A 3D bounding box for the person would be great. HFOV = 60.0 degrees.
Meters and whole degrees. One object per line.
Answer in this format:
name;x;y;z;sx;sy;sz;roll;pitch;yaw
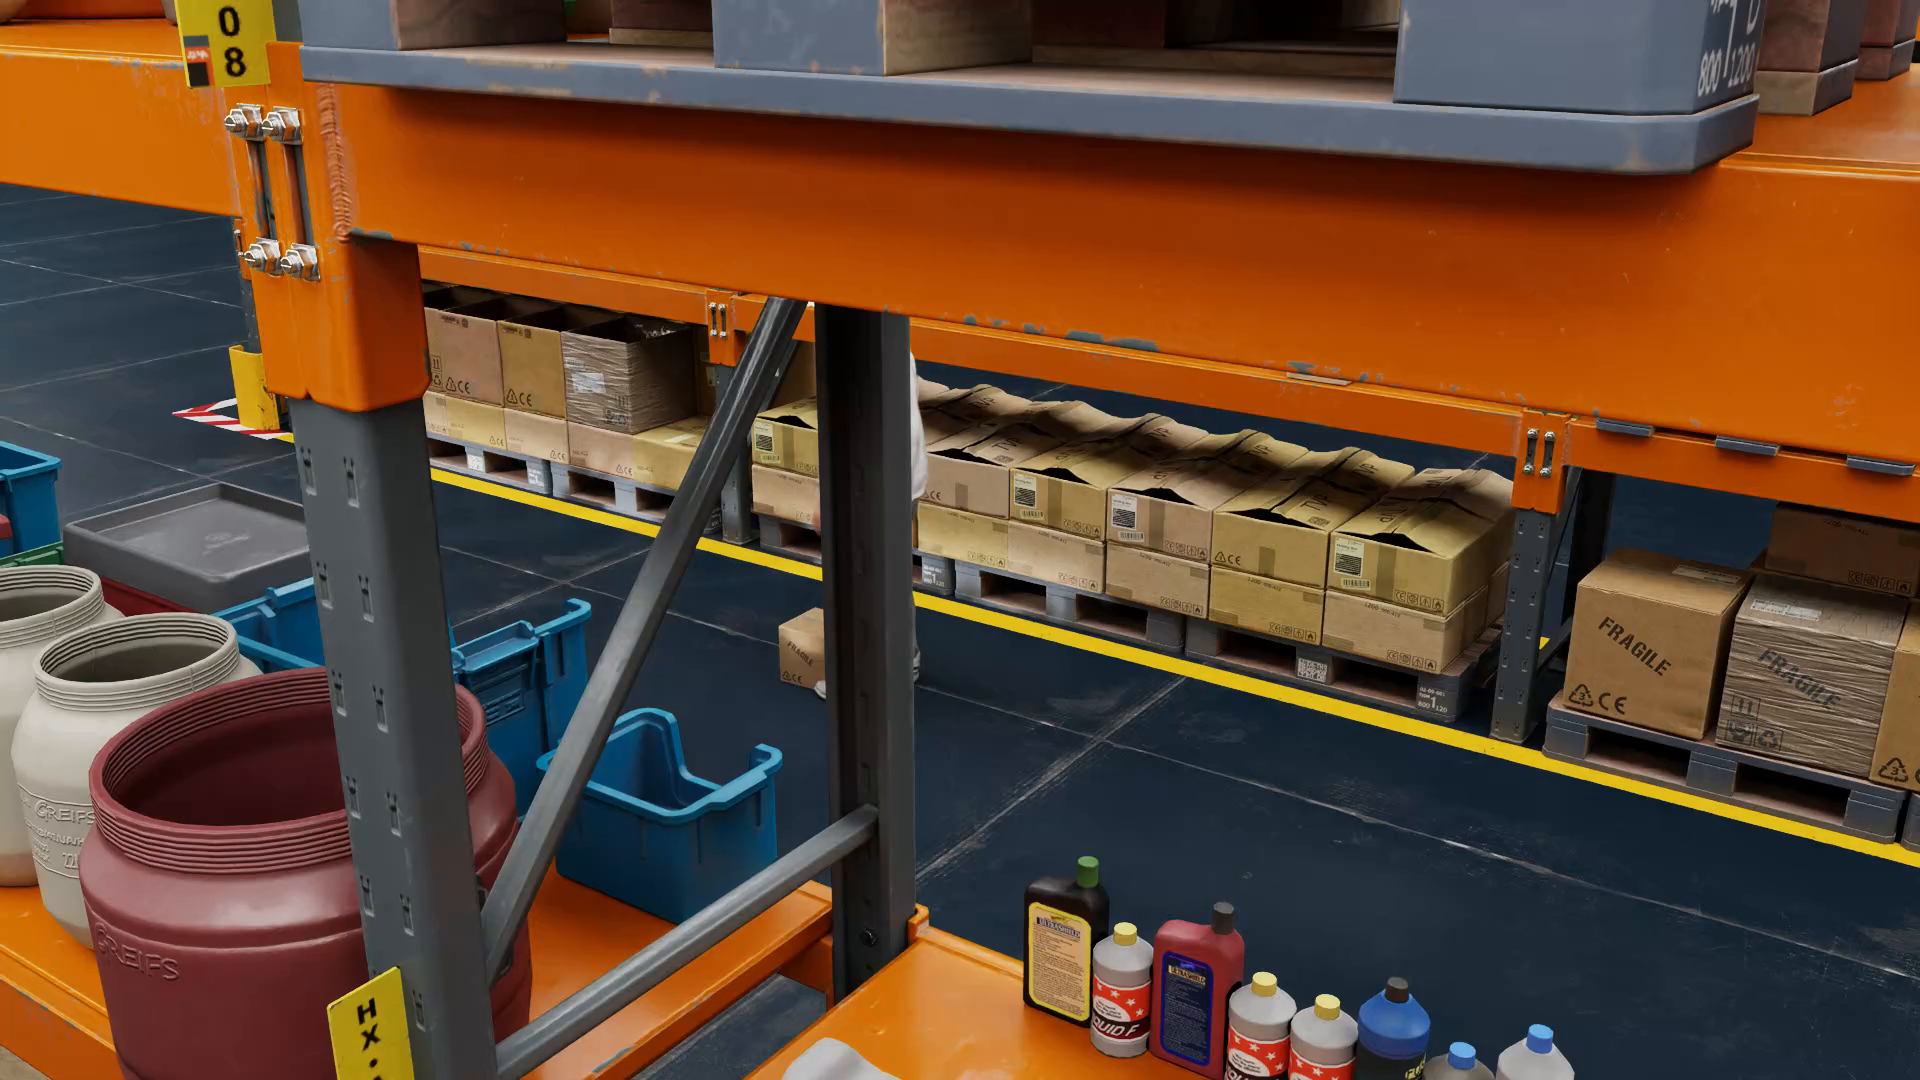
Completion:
person;-0.371;-0.204;6.602;0.458;1.773;0.592;12;23;30
